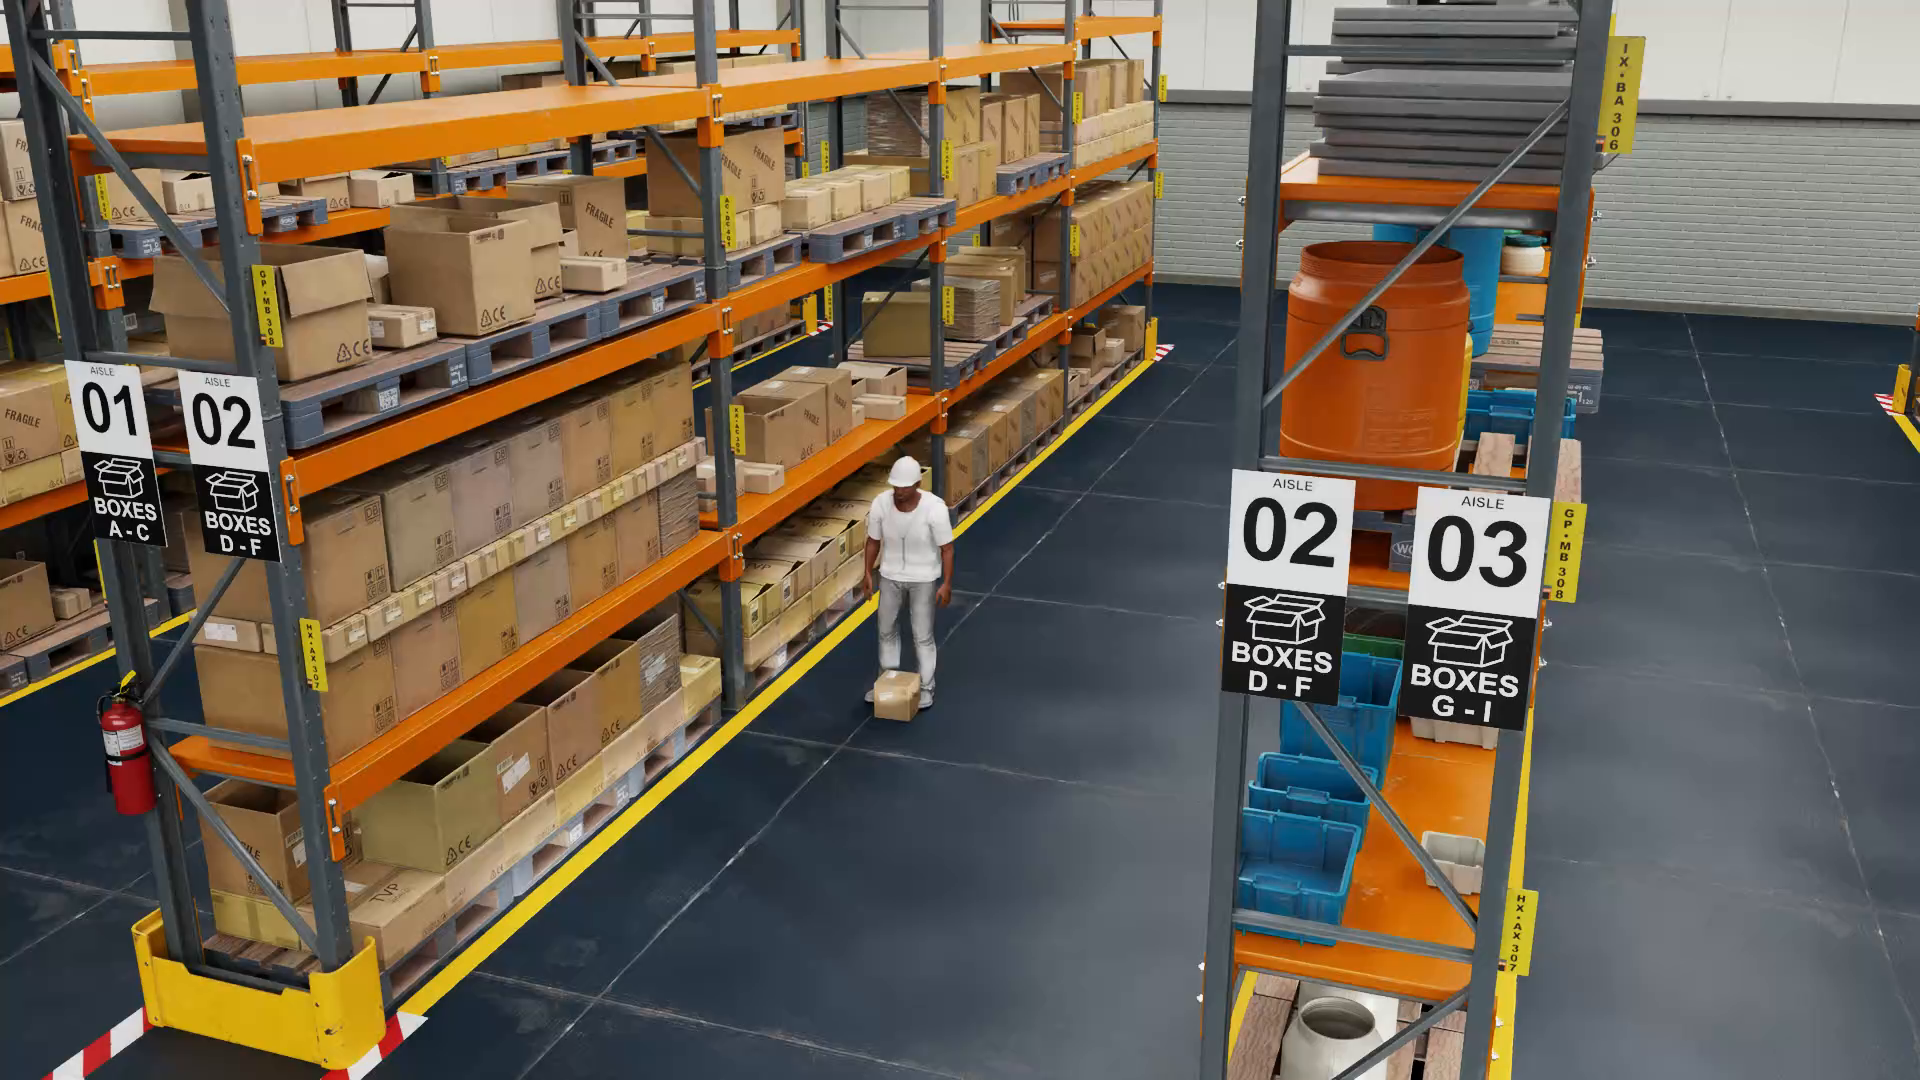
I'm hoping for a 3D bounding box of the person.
[{"bbox_3d":[-0.358,0.271,11.224,0.634,1.760,0.463,6,19,17],"label":"person"}]
